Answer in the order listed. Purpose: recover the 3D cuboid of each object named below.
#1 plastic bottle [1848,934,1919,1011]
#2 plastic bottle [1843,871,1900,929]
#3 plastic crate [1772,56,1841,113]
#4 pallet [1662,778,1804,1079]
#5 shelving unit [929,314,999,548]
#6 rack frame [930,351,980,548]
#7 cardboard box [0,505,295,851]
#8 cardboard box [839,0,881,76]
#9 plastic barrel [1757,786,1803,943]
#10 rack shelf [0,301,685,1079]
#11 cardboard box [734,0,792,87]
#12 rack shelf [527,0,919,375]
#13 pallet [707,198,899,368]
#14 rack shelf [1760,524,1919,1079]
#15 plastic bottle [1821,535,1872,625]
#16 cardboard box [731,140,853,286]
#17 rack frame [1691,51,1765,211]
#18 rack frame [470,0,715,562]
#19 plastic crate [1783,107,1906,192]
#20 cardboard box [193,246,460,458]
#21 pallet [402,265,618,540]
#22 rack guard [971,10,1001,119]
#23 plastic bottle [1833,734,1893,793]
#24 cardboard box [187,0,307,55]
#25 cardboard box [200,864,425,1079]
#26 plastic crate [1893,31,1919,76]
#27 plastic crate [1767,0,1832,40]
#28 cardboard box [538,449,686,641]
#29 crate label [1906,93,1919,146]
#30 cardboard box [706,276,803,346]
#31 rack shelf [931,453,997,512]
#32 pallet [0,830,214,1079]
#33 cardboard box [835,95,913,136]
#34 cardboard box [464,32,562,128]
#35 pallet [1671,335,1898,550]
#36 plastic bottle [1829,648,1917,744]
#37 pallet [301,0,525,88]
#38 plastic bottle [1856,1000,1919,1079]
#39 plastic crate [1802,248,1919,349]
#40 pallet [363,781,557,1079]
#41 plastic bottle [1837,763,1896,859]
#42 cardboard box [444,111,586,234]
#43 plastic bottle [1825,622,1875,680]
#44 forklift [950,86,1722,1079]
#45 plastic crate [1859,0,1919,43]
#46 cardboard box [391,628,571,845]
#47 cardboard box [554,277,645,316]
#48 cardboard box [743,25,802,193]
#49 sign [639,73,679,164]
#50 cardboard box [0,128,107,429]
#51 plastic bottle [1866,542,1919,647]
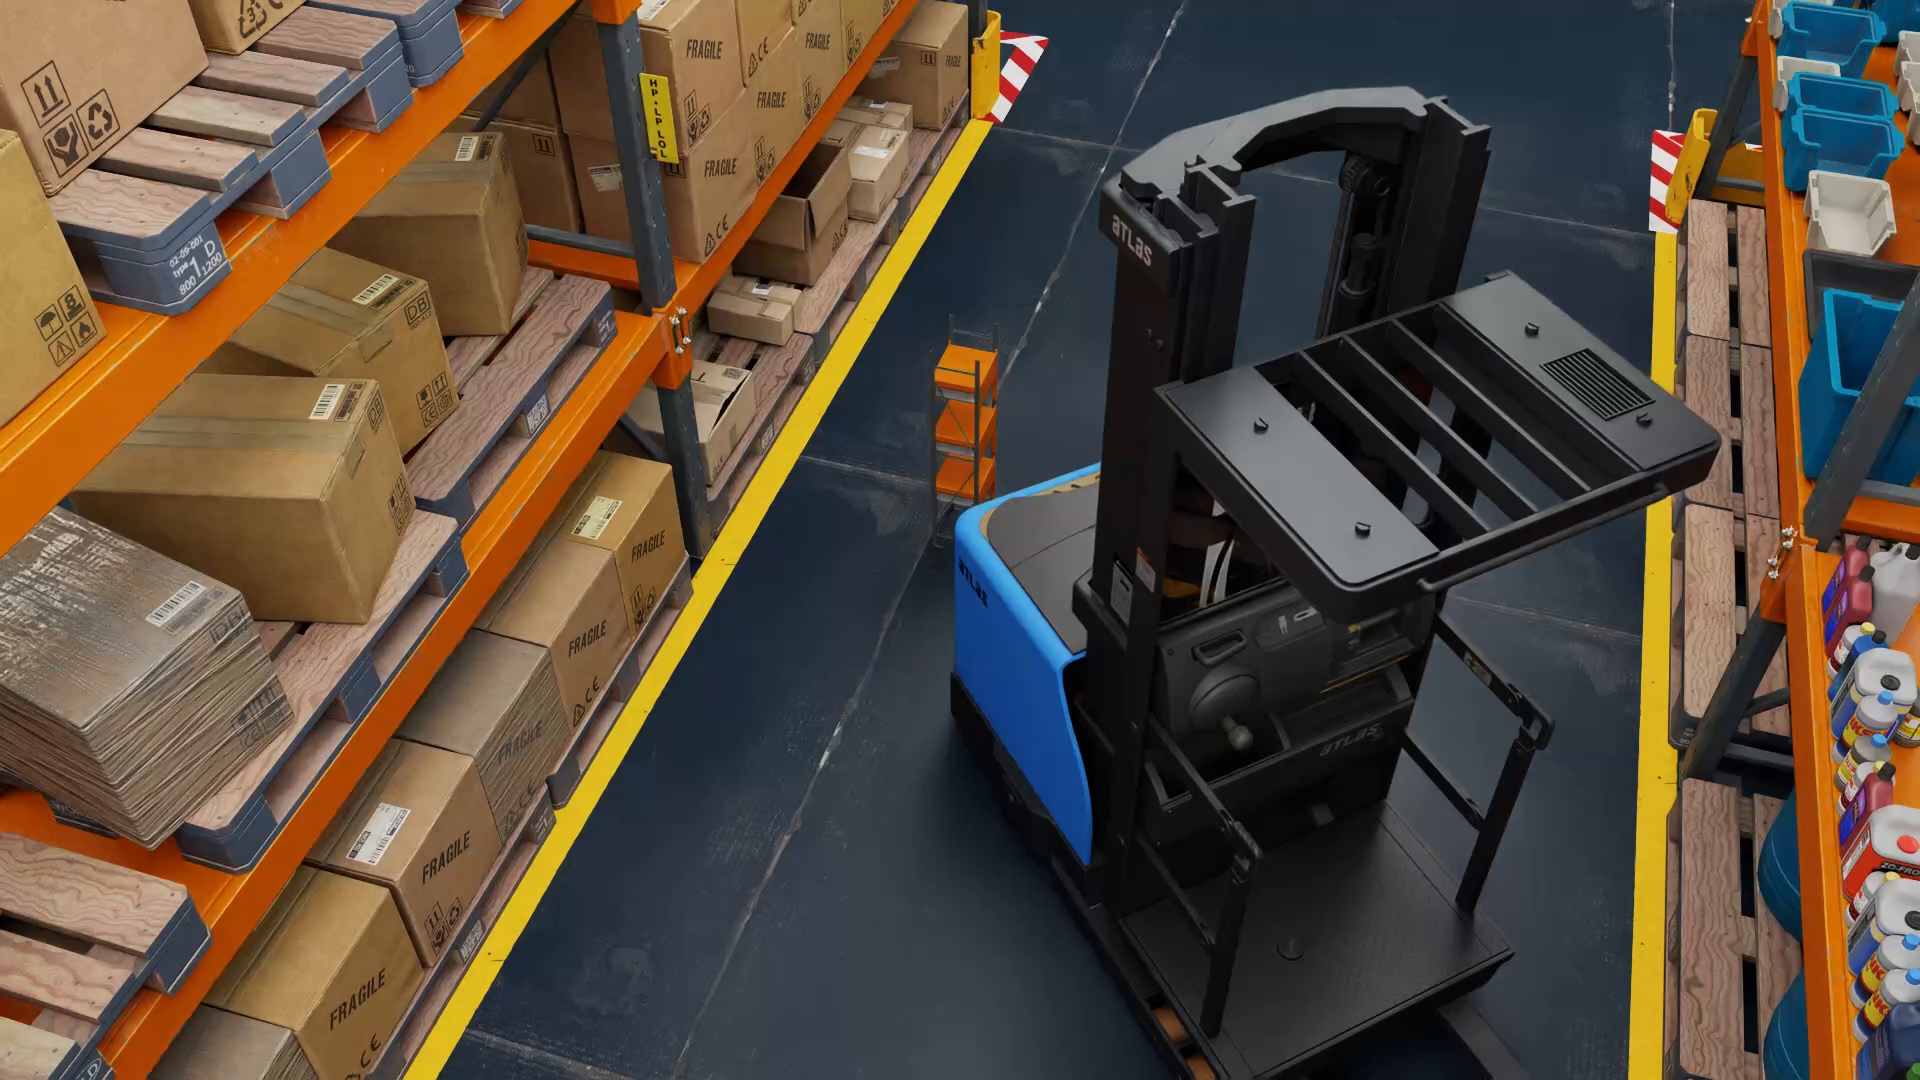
[{"bbox_3d":[2.256,1.042,4.031,0.097,0.271,0.097,0,44,0],"label":"plastic bottle"},{"bbox_3d":[2.326,0.912,4.214,0.097,0.201,0.097,0,44,0],"label":"plastic bottle"},{"bbox_3d":[3.612,-1.925,7.117,0.250,0.136,0.298,13,46,13],"label":"plastic crate"},{"bbox_3d":[2.898,1.427,5.540,1.003,0.211,1.213,13,46,13],"label":"pallet"},{"bbox_3d":[0.016,-0.411,6.818,0.215,1.050,0.252,13,46,12],"label":"shelving unit"},{"bbox_3d":[-0.021,-0.330,6.735,0.200,1.050,0.008,13,46,12],"label":"rack frame"},{"bbox_3d":[-2.218,0.341,4.284,0.700,0.500,0.500,21,48,20],"label":"cardboard box"},{"bbox_3d":[-0.676,-2.459,7.445,0.500,0.500,0.500,12,46,12],"label":"cardboard box"},{"bbox_3d":[2.990,0.884,5.301,0.600,0.901,0.708,13,46,13],"label":"plastic barrel"},{"bbox_3d":[-2.154,0.464,5.045,1.077,0.370,4.000,13,46,13],"label":"rack shelf"},{"bbox_3d":[-0.982,-2.118,6.383,0.500,0.500,0.500,11,45,11],"label":"cardboard box"},{"bbox_3d":[-0.943,-2.203,7.770,1.077,0.370,4.000,13,46,13],"label":"rack shelf"},{"bbox_3d":[-0.972,-1.403,8.432,1.003,0.211,1.213,13,46,13],"label":"pallet"},{"bbox_3d":[2.565,1.515,3.970,1.077,0.370,4.000,13,46,13],"label":"rack shelf"},{"bbox_3d":[2.653,0.121,4.964,0.061,0.283,0.133,13,46,13],"label":"plastic bottle"},{"bbox_3d":[-0.985,-1.645,8.156,0.797,0.503,0.637,13,46,13],"label":"cardboard box"},{"bbox_3d":[4.382,-2.741,7.806,1.000,3.000,0.127,13,46,13],"label":"rack frame"},{"bbox_3d":[-1.549,-1.127,6.156,1.000,3.000,0.127,13,46,13],"label":"rack frame"},{"bbox_3d":[3.504,-1.530,6.645,0.416,0.233,0.300,13,46,13],"label":"plastic crate"},{"bbox_3d":[-2.053,-0.572,5.217,0.700,0.500,0.500,19,48,19],"label":"cardboard box"},{"bbox_3d":[-1.895,-0.549,5.702,1.003,0.211,1.213,13,46,13],"label":"pallet"},{"bbox_3d":[-0.360,-2.849,9.703,1.175,0.500,0.348,13,46,13],"label":"rack guard"},{"bbox_3d":[2.466,0.604,4.529,0.097,0.201,0.097,0,44,0],"label":"plastic bottle"},{"bbox_3d":[-1.952,-1.650,4.102,0.600,0.600,0.600,12,46,12],"label":"cardboard box"},{"bbox_3d":[-2.040,1.349,5.098,0.500,0.500,0.500,12,46,12],"label":"cardboard box"},{"bbox_3d":[4.308,-2.087,7.282,0.396,0.136,0.243,13,46,13],"label":"plastic crate"},{"bbox_3d":[3.818,-2.377,7.579,0.250,0.136,0.298,13,46,13],"label":"plastic crate"},{"bbox_3d":[-1.425,-0.001,6.478,0.500,0.500,0.500,12,46,12],"label":"cardboard box"},{"bbox_3d":[4.145,-1.706,6.893,0.396,0.136,0.243,13,46,13],"label":"crate label"},{"bbox_3d":[-0.963,-1.084,7.823,0.380,0.166,0.250,13,46,13],"label":"cardboard box"},{"bbox_3d":[0.016,-0.205,7.020,0.215,0.259,0.240,13,46,12],"label":"rack shelf"},{"bbox_3d":[-2.622,1.141,3.975,1.213,0.211,1.003,13,46,13],"label":"pallet"},{"bbox_3d":[-0.476,-2.272,9.037,0.380,0.166,0.250,13,46,13],"label":"cardboard box"},{"bbox_3d":[-1.642,-1.912,6.172,0.500,0.500,0.500,13,46,13],"label":"cardboard box"},{"bbox_3d":[3.724,-0.393,7.399,1.003,0.211,1.213,13,46,13],"label":"pallet"},{"bbox_3d":[2.557,0.441,4.642,0.152,0.276,0.135,13,46,13],"label":"plastic bottle"},{"bbox_3d":[-1.813,-1.712,4.743,1.213,0.211,1.003,13,46,13],"label":"pallet"},{"bbox_3d":[2.206,1.178,3.836,0.144,0.351,0.185,13,46,13],"label":"plastic bottle"},{"bbox_3d":[3.254,-0.801,5.977,0.437,0.125,0.590,13,46,13],"label":"plastic crate"},{"bbox_3d":[-2.127,1.236,5.735,1.003,0.211,1.213,13,46,13],"label":"pallet"},{"bbox_3d":[2.384,0.713,4.359,0.061,0.283,0.133,13,46,13],"label":"plastic bottle"},{"bbox_3d":[-1.642,-1.550,6.517,0.500,0.500,0.500,13,46,13],"label":"cardboard box"},{"bbox_3d":[2.595,0.320,4.820,0.097,0.201,0.097,0,44,0],"label":"plastic bottle"},{"bbox_3d":[1.082,0.391,4.653,1.130,2.935,3.031,-20,48,-19],"label":"forklift"},{"bbox_3d":[4.459,-2.513,7.504,0.616,0.435,0.499,13,46,13],"label":"plastic crate"},{"bbox_3d":[-1.735,0.661,5.802,0.500,0.500,0.500,13,46,13],"label":"cardboard box"},{"bbox_3d":[-1.646,-0.830,7.326,0.500,0.500,0.500,13,46,13],"label":"cardboard box"},{"bbox_3d":[-0.983,-1.786,6.758,0.500,0.500,0.500,13,46,13],"label":"cardboard box"},{"bbox_3d":[-1.019,-1.425,5.633,0.100,0.325,0.005,13,46,13],"label":"sign"},{"bbox_3d":[-2.348,-0.553,3.353,0.910,0.500,0.500,13,46,13],"label":"cardboard box"},{"bbox_3d":[2.743,0.135,4.901,0.144,0.351,0.185,13,46,13],"label":"plastic bottle"}]
